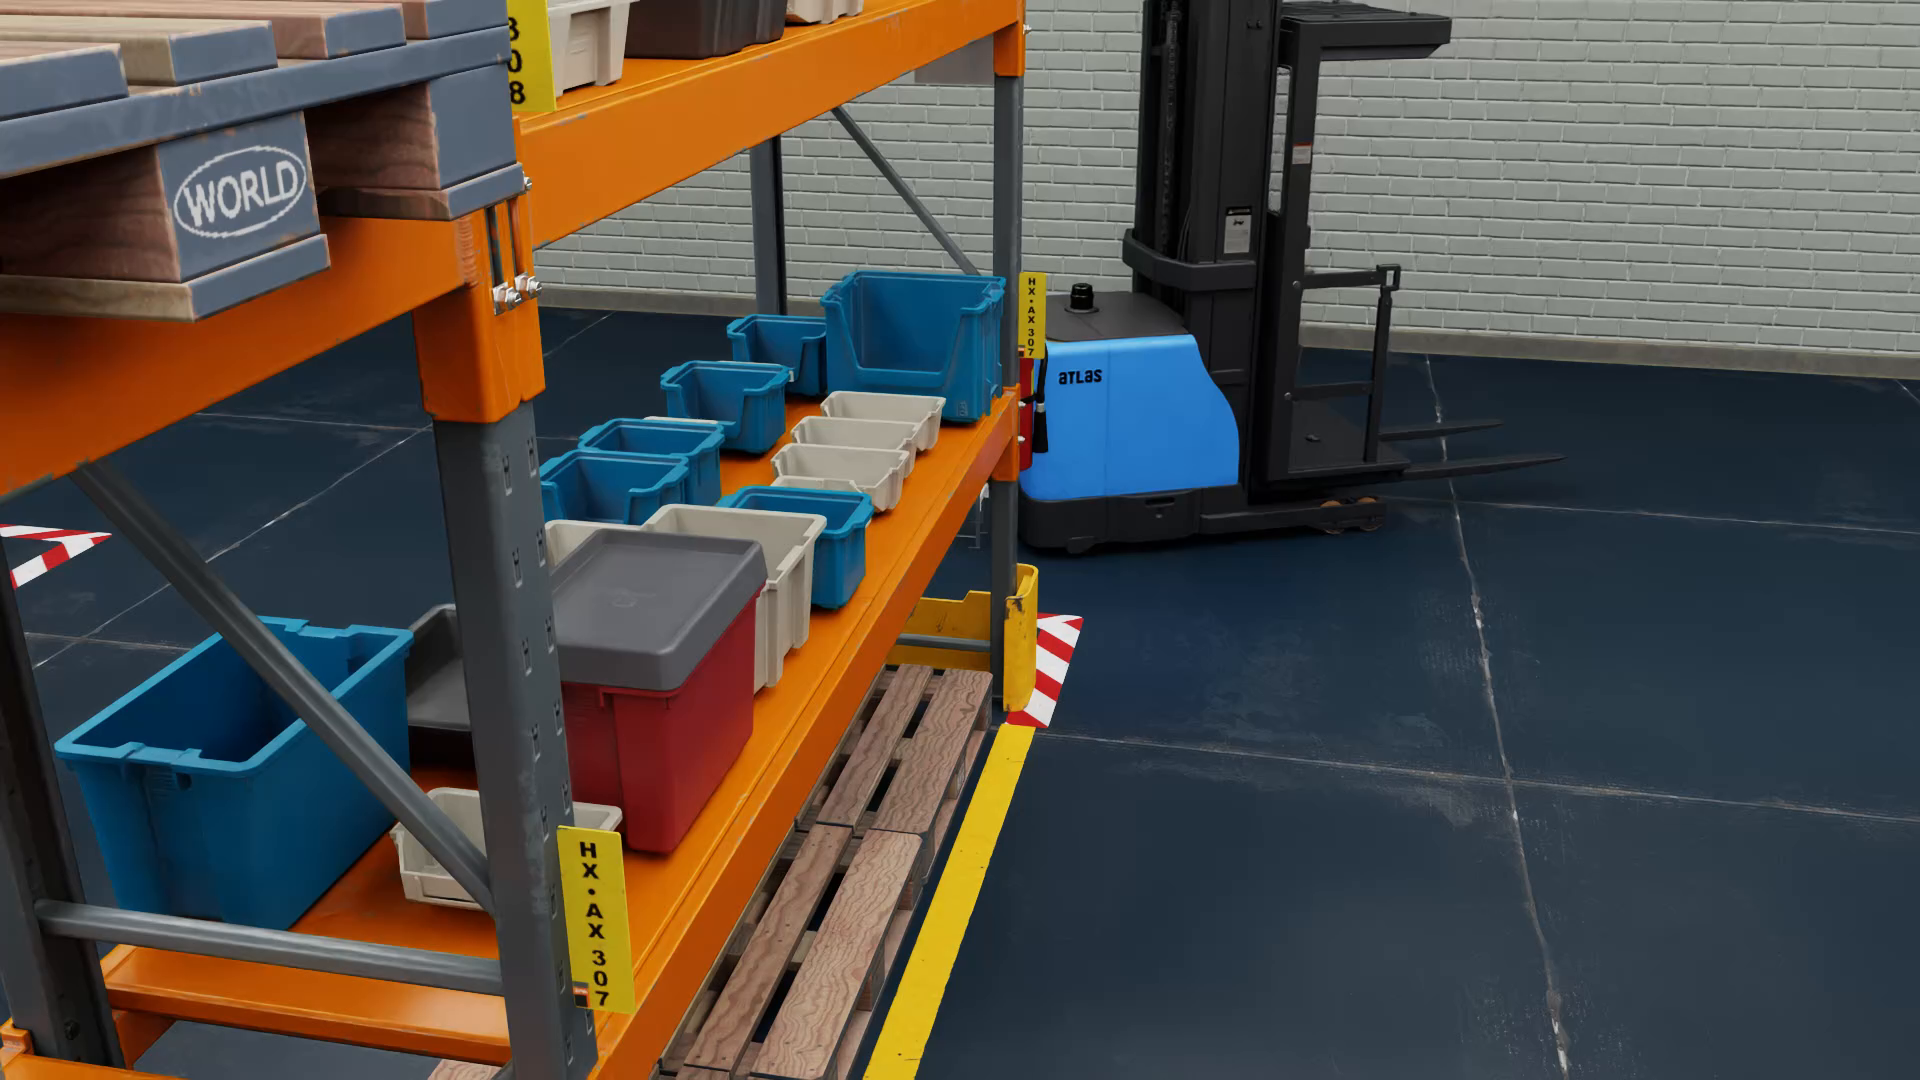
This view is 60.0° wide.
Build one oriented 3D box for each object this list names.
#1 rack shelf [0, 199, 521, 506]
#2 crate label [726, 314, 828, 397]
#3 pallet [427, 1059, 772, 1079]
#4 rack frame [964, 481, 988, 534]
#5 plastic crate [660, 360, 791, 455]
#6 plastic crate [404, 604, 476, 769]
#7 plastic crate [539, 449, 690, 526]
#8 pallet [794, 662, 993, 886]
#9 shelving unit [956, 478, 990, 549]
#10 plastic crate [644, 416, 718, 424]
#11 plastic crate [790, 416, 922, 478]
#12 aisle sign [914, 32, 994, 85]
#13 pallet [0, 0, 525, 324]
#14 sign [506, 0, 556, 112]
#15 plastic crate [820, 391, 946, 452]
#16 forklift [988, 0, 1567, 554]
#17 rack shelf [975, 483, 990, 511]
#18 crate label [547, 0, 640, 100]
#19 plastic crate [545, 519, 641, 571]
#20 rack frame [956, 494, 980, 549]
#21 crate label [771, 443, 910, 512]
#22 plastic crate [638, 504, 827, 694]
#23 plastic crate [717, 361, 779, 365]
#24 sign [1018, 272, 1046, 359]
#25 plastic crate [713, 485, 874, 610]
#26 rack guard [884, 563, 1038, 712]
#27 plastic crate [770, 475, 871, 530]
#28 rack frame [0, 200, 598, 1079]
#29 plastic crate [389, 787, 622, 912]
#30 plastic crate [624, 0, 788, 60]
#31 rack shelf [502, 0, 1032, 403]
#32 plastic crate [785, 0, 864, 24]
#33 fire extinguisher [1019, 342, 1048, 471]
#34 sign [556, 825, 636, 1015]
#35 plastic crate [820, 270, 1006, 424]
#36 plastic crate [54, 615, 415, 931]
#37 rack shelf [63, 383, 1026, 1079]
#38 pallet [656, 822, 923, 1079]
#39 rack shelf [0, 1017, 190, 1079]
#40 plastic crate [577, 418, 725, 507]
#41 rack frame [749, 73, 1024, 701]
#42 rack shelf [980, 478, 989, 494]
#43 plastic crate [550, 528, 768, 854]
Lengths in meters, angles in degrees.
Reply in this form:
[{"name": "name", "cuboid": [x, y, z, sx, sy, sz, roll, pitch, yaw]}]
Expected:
[{"name": "rack shelf", "cuboid": [-1.498, 0.340, 0.442, 1.077, 0.370, 4.000, 4, 22, 11]}, {"name": "crate label", "cuboid": [-0.646, -0.682, 6.175, 0.416, 0.233, 0.303, 4, 22, 11]}, {"name": "pallet", "cuboid": [-0.977, 1.688, 3.880, 1.003, 0.211, 1.213, 4, 22, 11]}, {"name": "rack frame", "cuboid": [0.022, -0.458, 8.285, 0.240, 0.900, 0.006, 4, 22, 11]}, {"name": "plastic crate", "cuboid": [-0.780, -0.441, 5.577, 0.416, 0.233, 0.300, 4, 22, 11]}, {"name": "plastic crate", "cuboid": [-1.124, 0.336, 3.791, 0.437, 0.125, 0.590, 4, 22, 11]}, {"name": "plastic crate", "cuboid": [-0.976, -0.090, 4.706, 0.416, 0.233, 0.300, 4, 22, 11]}, {"name": "pallet", "cuboid": [-0.480, 0.796, 6.096, 1.003, 0.211, 1.213, 4, 22, 11]}, {"name": "shelving unit", "cuboid": [0.002, -0.420, 8.193, 0.258, 0.900, 0.210, 4, 22, 11]}, {"name": "plastic crate", "cuboid": [-0.931, -0.278, 5.301, 0.250, 0.136, 0.298, 4, 22, 11]}, {"name": "plastic crate", "cuboid": [-0.336, -0.285, 5.319, 0.396, 0.136, 0.243, 4, 22, 11]}, {"name": "aisle sign", "cuboid": [0.028, -2.006, 5.841, 0.394, 0.787, 0.004, 4, 22, 11]}, {"name": "pallet", "cuboid": [-1.154, -0.343, 1.429, 1.213, 0.211, 1.003, 4, 22, 11]}, {"name": "sign", "cuboid": [-0.551, -0.687, 2.016, 0.100, 0.325, 0.005, 4, 22, 11]}, {"name": "plastic crate", "cuboid": [-0.262, -0.390, 5.580, 0.396, 0.136, 0.243, 4, 22, 11]}, {"name": "forklift", "cuboid": [1.682, -1.574, 8.338, 3.031, 2.935, 1.130, -5, 23, -13]}, {"name": "rack shelf", "cuboid": [0.002, -0.223, 8.273, 0.258, 0.077, 0.200, 4, 22, 11]}, {"name": "crate label", "cuboid": [-0.707, -0.760, 2.563, 0.293, 0.136, 0.466, 4, 22, 11]}, {"name": "plastic crate", "cuboid": [-1.028, 0.101, 4.360, 0.293, 0.136, 0.466, 4, 22, 11]}, {"name": "rack frame", "cuboid": [-0.019, -0.383, 8.101, 0.240, 0.900, 0.006, 4, 22, 11]}, {"name": "crate label", "cuboid": [-0.369, -0.181, 5.062, 0.396, 0.136, 0.243, 4, 22, 11]}, {"name": "plastic crate", "cuboid": [-0.598, 0.149, 4.047, 0.437, 0.282, 0.530, 4, 22, 11]}, {"name": "plastic crate", "cuboid": [-0.792, -0.526, 5.917, 0.250, 0.136, 0.298, 4, 22, 11]}, {"name": "sign", "cuboid": [0.269, -0.836, 6.196, 0.100, 0.325, 0.005, 4, 22, 11]}, {"name": "plastic crate", "cuboid": [-0.441, 0.024, 4.423, 0.416, 0.233, 0.300, 4, 22, 11]}, {"name": "rack guard", "cuboid": [-0.281, 0.353, 6.808, 1.175, 0.500, 0.348, 4, 22, 11]}, {"name": "plastic crate", "cuboid": [-0.411, -0.072, 4.789, 0.298, 0.136, 0.250, 4, 22, 11]}, {"name": "rack frame", "cuboid": [-1.086, 0.667, 2.683, 0.949, 2.616, 0.053, 4, 22, 11]}, {"name": "plastic crate", "cuboid": [-0.855, 0.601, 3.118, 0.396, 0.136, 0.243, 4, 22, 11]}, {"name": "plastic crate", "cuboid": [-0.568, -1.098, 3.224, 0.497, 0.269, 0.590, 4, 22, 11]}, {"name": "rack shelf", "cuboid": [-0.681, -1.123, 4.074, 1.077, 0.370, 4.000, 4, 22, 11]}, {"name": "plastic crate", "cuboid": [-0.452, -1.291, 3.882, 0.437, 0.136, 0.530, 4, 22, 11]}, {"name": "fire extinguisher", "cuboid": [0.202, -0.608, 6.451, 0.296, 0.674, 0.183, 4, 22, 11]}, {"name": "sign", "cuboid": [-0.551, 0.581, 2.527, 0.100, 0.325, 0.005, 4, 22, 11]}, {"name": "plastic crate", "cuboid": [-0.159, -0.704, 5.959, 0.616, 0.435, 0.499, 4, 22, 11]}, {"name": "plastic crate", "cuboid": [-1.328, 0.449, 3.164, 0.392, 0.384, 0.575, 4, 22, 11]}, {"name": "rack shelf", "cuboid": [-0.681, 0.269, 4.635, 1.077, 0.370, 4.000, 4, 22, 11]}, {"name": "pallet", "cuboid": [-0.731, 1.240, 4.991, 1.003, 0.211, 1.213, 4, 22, 11]}, {"name": "rack shelf", "cuboid": [-1.498, 1.731, 1.002, 1.077, 0.370, 4.000, 4, 22, 11]}, {"name": "plastic crate", "cuboid": [-0.915, -0.200, 4.979, 0.416, 0.233, 0.300, 4, 22, 11]}, {"name": "rack frame", "cuboid": [-0.273, -0.797, 6.316, 1.000, 3.000, 0.127, 4, 22, 11]}, {"name": "rack shelf", "cuboid": [0.002, -0.306, 8.239, 0.258, 0.077, 0.200, 4, 22, 11]}, {"name": "plastic crate", "cuboid": [-0.662, 0.301, 3.424, 0.402, 0.464, 0.583, 4, 22, 11]}]
